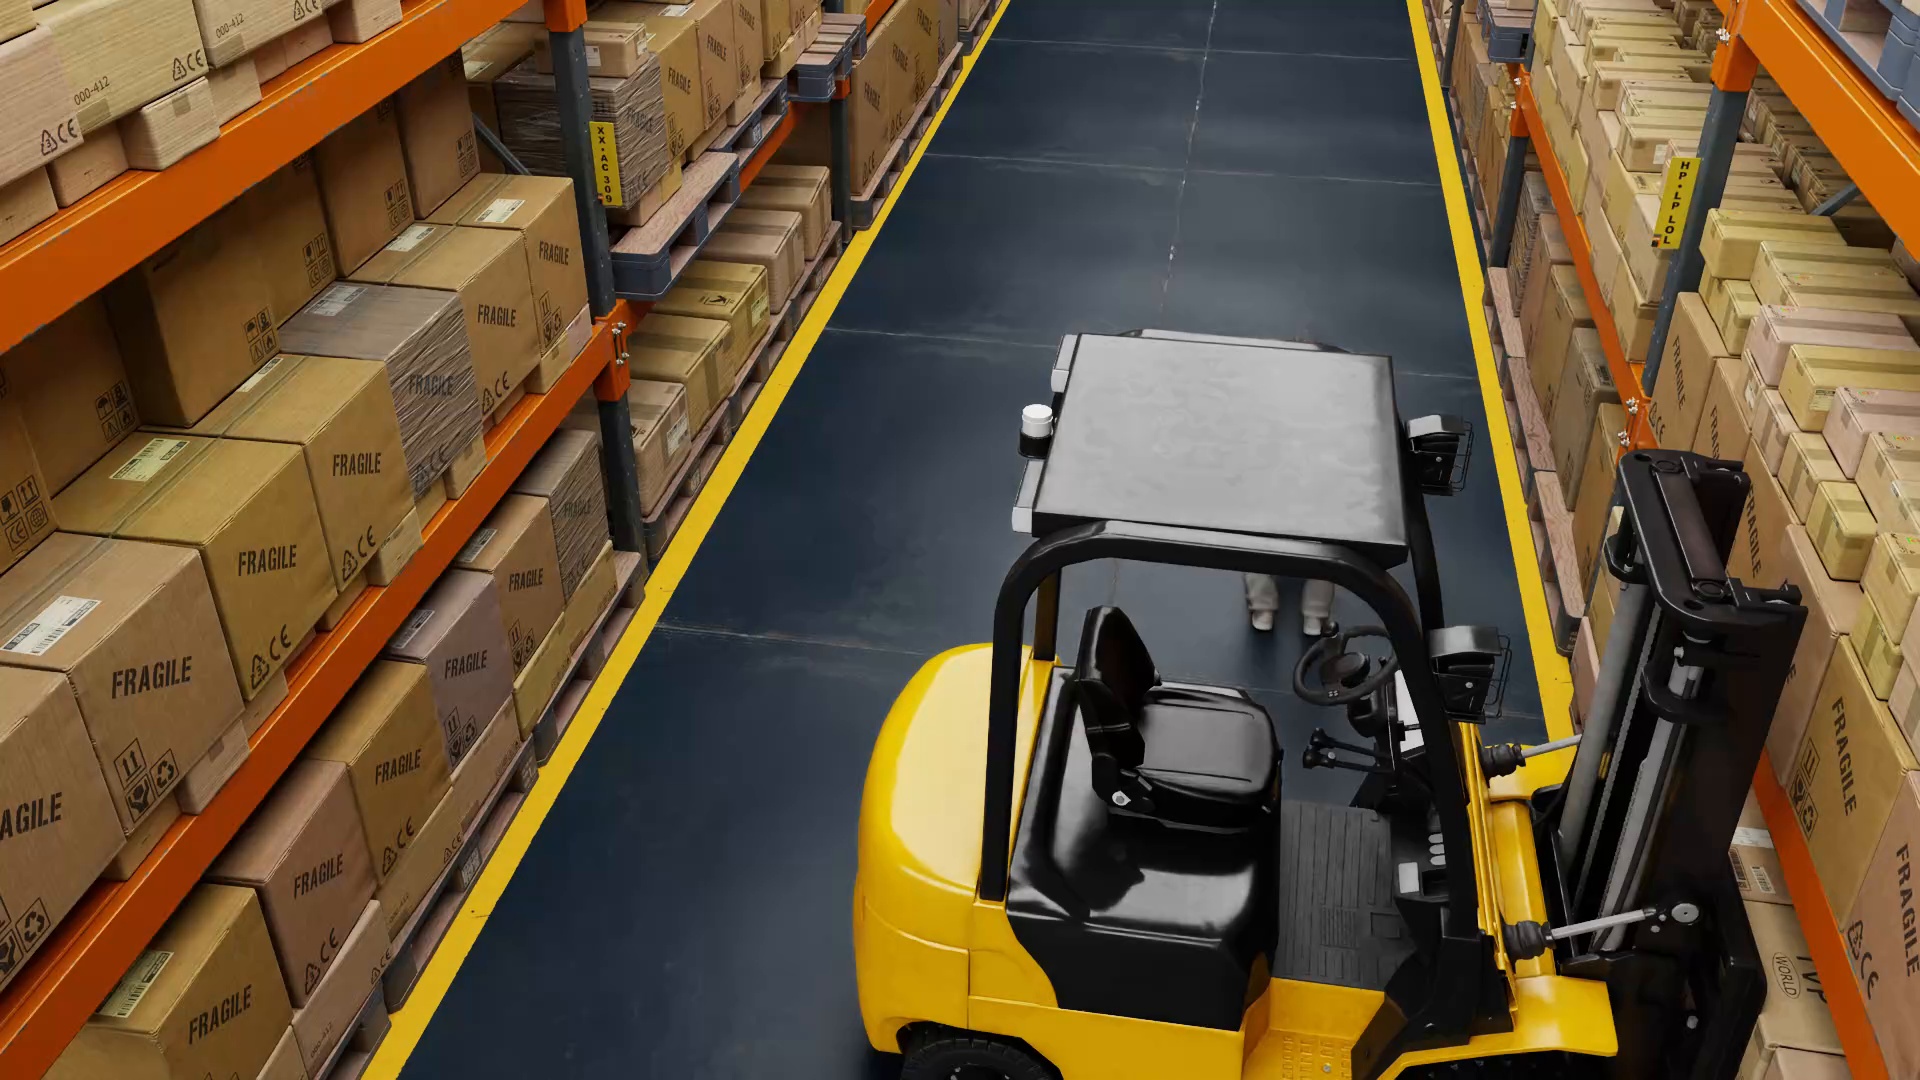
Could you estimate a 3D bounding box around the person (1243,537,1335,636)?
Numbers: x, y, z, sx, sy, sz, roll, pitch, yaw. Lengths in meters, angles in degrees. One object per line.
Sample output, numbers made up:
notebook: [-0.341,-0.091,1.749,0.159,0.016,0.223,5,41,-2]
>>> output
person: [1.415,-0.136,7.047,0.490,0.935,0.805,5,33,8]
